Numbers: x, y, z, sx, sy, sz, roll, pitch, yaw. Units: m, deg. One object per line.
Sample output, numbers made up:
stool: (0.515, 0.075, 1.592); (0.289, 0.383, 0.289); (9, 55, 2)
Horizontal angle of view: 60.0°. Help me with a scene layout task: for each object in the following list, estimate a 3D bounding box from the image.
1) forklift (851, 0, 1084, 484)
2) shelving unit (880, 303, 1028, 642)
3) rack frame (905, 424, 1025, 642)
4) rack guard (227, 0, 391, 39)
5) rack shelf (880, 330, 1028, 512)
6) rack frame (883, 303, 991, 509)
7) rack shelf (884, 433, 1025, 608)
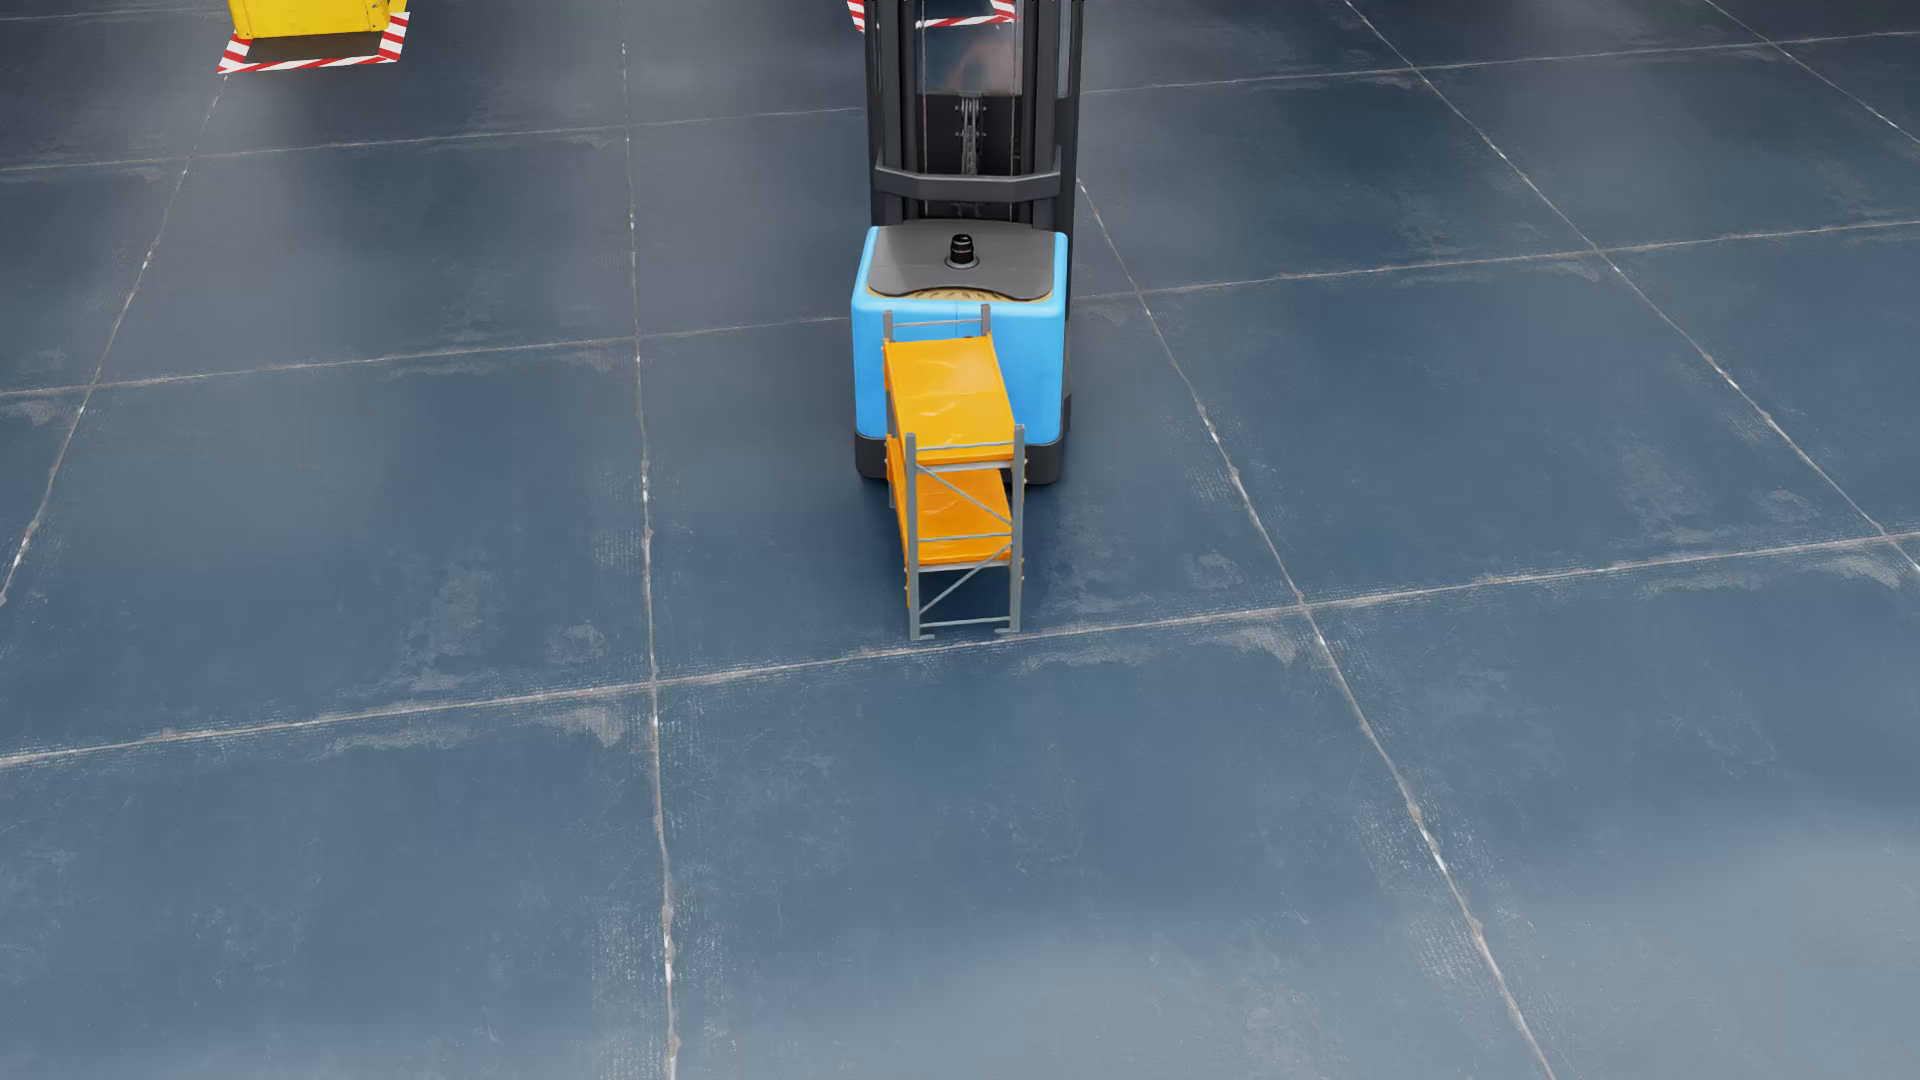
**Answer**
forklift: (0.085, -2.325, 8.754); (1.130, 2.935, 3.031); (2, 38, 3)
shelving unit: (-0.042, -0.319, 7.644); (0.538, 1.125, 1.048); (-4, 38, -6)
rack frame: (0.022, -0.010, 7.246); (0.500, 1.125, 0.032); (-4, 38, -6)
rack guard: (-5.242, -4.364, 13.360); (1.175, 0.500, 0.348); (-6, 38, -8)
rack shelf: (-0.042, -0.551, 7.465); (0.538, 0.278, 1.000); (-4, 38, -6)
rack frame: (-0.107, -0.629, 8.043); (0.500, 1.125, 0.032); (-4, 38, -6)
rack shelf: (-0.042, -0.126, 7.794); (0.538, 0.278, 1.000); (-4, 38, -6)
